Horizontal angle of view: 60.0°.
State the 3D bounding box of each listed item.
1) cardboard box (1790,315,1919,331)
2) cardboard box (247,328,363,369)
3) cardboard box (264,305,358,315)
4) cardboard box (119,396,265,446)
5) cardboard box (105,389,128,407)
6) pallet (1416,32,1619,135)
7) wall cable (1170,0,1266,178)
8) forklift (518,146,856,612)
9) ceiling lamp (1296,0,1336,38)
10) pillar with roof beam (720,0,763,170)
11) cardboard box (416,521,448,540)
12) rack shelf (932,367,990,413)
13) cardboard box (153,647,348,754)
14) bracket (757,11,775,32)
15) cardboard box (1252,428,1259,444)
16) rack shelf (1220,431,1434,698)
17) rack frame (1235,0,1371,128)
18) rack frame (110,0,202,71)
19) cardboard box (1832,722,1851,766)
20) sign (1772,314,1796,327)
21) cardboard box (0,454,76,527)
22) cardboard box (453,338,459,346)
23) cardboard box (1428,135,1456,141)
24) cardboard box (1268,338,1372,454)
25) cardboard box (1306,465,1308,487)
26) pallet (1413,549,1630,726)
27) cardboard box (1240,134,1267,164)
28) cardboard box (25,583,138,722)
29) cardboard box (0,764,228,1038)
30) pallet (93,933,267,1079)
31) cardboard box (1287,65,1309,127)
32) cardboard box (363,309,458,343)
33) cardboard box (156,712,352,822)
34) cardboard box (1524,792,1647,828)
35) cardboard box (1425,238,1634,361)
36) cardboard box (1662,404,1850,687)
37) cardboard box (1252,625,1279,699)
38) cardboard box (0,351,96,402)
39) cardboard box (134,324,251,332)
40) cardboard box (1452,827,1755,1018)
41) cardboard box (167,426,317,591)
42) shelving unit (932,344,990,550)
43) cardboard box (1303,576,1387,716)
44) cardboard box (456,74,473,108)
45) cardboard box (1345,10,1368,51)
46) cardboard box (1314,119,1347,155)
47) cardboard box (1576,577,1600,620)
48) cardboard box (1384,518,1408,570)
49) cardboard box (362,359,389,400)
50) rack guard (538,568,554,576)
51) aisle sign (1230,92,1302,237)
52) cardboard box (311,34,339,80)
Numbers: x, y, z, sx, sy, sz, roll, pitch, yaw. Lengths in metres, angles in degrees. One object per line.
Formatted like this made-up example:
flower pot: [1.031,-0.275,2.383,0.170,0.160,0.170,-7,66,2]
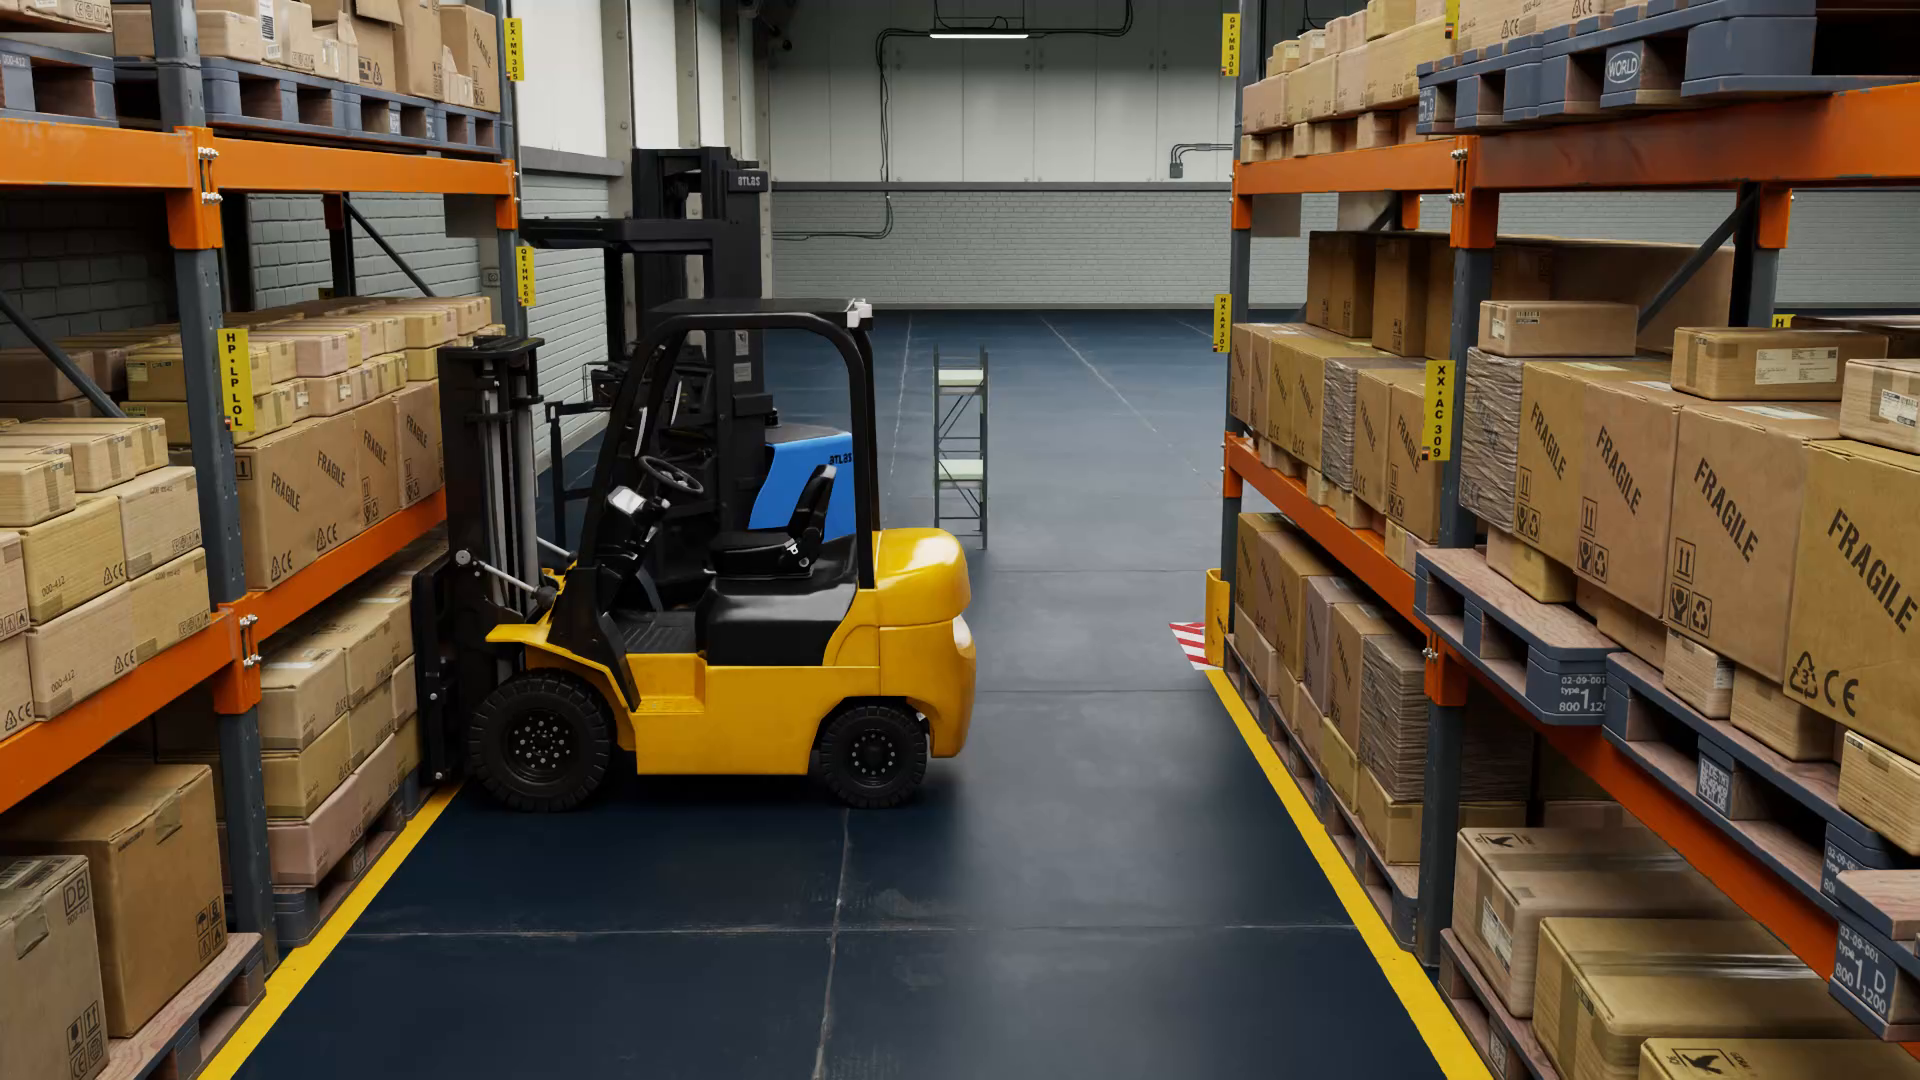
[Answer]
cardboard box: [2.363,-0.490,4.245,0.380,0.149,0.250,-1,11,-3]
cardboard box: [-2.617,-0.761,6.636,0.380,0.149,0.250,0,11,-2]
cardboard box: [-3.169,-1.065,8.133,0.380,0.149,0.250,0,11,-1]
cardboard box: [-2.605,-0.410,5.653,0.380,0.149,0.250,0,11,-2]
cardboard box: [-3.165,-0.458,5.889,0.380,0.149,0.250,-1,11,-3]
pallet: [2.007,-1.255,4.627,1.213,0.211,1.003,0,11,-1]
wall cable: [6.302,-11.829,40.178,2.305,6.003,0.169,0,11,-1]
forklift: [-2.025,-0.953,10.385,1.130,2.935,3.031,10,15,40]
ceiling lamp: [7.766,-11.678,33.306,2.000,3.185,0.800,0,11,-1]
pillar with roof beam: [-0.023,-8.360,31.635,9.100,9.000,0.548,0,11,-1]
cardboard box: [-2.607,0.070,8.516,0.500,0.250,0.500,0,11,0]
rack shelf: [0.000,-1.119,12.839,0.431,0.370,0.720,0,11,-1]
cardboard box: [-2.558,0.576,6.022,0.500,0.250,0.500,0,11,-2]
bracket: [-4.034,-10.706,34.145,0.076,0.066,4.783,0,11,-1]
cardboard box: [1.818,-0.603,9.121,0.380,0.149,0.250,0,11,-1]
rack shelf: [2.060,-0.045,7.545,1.077,0.370,4.000,0,11,-1]
rack frame: [2.018,-3.735,8.836,1.000,3.000,0.127,0,11,-1]
rack frame: [-2.862,-2.919,4.813,1.000,3.000,0.127,0,11,-1]
cardboard box: [1.918,0.390,3.166,0.380,0.149,0.250,0,11,-1]
sign: [2.656,-0.570,5.413,0.100,0.325,0.005,0,11,-1]
cardboard box: [-2.519,-0.127,4.256,0.380,0.149,0.250,-1,11,-3]
cardboard box: [-2.684,-0.921,8.172,0.380,0.149,0.250,0,11,-2]
cardboard box: [1.789,-1.408,5.544,0.380,0.149,0.250,0,11,-1]
cardboard box: [1.776,-0.690,7.917,0.500,0.500,0.500,0,11,-2]
cardboard box: [1.802,-0.293,7.593,0.380,0.149,0.250,-1,11,-3]
pallet: [1.971,0.247,4.781,1.003,0.211,1.213,0,11,-1]
cardboard box: [1.700,-2.075,8.828,0.380,0.149,0.250,0,11,-1]
cardboard box: [-2.574,0.294,4.443,0.500,0.250,0.500,0,11,-1]
cardboard box: [-2.840,1.083,5.093,0.875,0.625,0.625,0,11,1]
pallet: [-2.807,1.534,4.965,1.003,0.211,1.213,0,11,-1]
cardboard box: [1.798,-2.033,7.622,0.500,0.250,0.500,0,11,1]
cardboard box: [-2.610,-1.014,7.883,0.380,0.149,0.250,0,11,0]
cardboard box: [-2.563,0.821,6.071,0.500,0.250,0.500,0,11,-1]
cardboard box: [2.359,1.024,6.329,0.500,0.250,0.500,-1,11,-4]
cardboard box: [2.337,-0.974,6.804,0.700,0.500,0.500,0,11,-2]
cardboard box: [1.853,-0.006,3.488,0.500,0.500,0.500,-1,11,-3]
cardboard box: [1.761,0.610,8.368,0.500,0.250,0.500,0,11,1]
cardboard box: [-3.170,-0.554,5.612,0.380,0.149,0.250,0,11,-1]
cardboard box: [-3.165,-0.808,6.867,0.380,0.149,0.250,0,11,-2]
cardboard box: [2.114,1.187,5.219,0.950,0.372,0.625,0,11,0]
cardboard box: [-2.610,-0.117,5.839,0.500,0.500,0.500,-1,11,-3]
shelving unit: [0.000,-0.736,12.917,0.431,1.500,0.755,0,11,-1]
cardboard box: [1.796,0.455,7.243,0.500,0.500,0.500,0,11,2]
cardboard box: [-2.624,-2.212,8.198,0.380,0.149,0.250,-1,11,-3]
cardboard box: [1.782,-2.057,6.737,0.380,0.149,0.250,0,11,0]
cardboard box: [1.777,-1.765,7.305,0.380,0.149,0.250,-1,11,-3]
cardboard box: [1.875,0.134,4.428,0.380,0.149,0.250,1,11,2]
cardboard box: [1.777,0.011,6.092,0.380,0.149,0.250,0,11,0]
cardboard box: [-2.603,-0.665,6.907,0.380,0.149,0.250,-1,11,-3]
rack guard: [-2.945,0.447,9.601,1.175,0.500,0.348,0,11,-1]
aisle sign: [1.707,-2.080,9.229,0.394,0.787,0.004,0,11,-1]
cardboard box: [-2.583,-1.824,6.283,0.380,0.149,0.250,0,11,1]
